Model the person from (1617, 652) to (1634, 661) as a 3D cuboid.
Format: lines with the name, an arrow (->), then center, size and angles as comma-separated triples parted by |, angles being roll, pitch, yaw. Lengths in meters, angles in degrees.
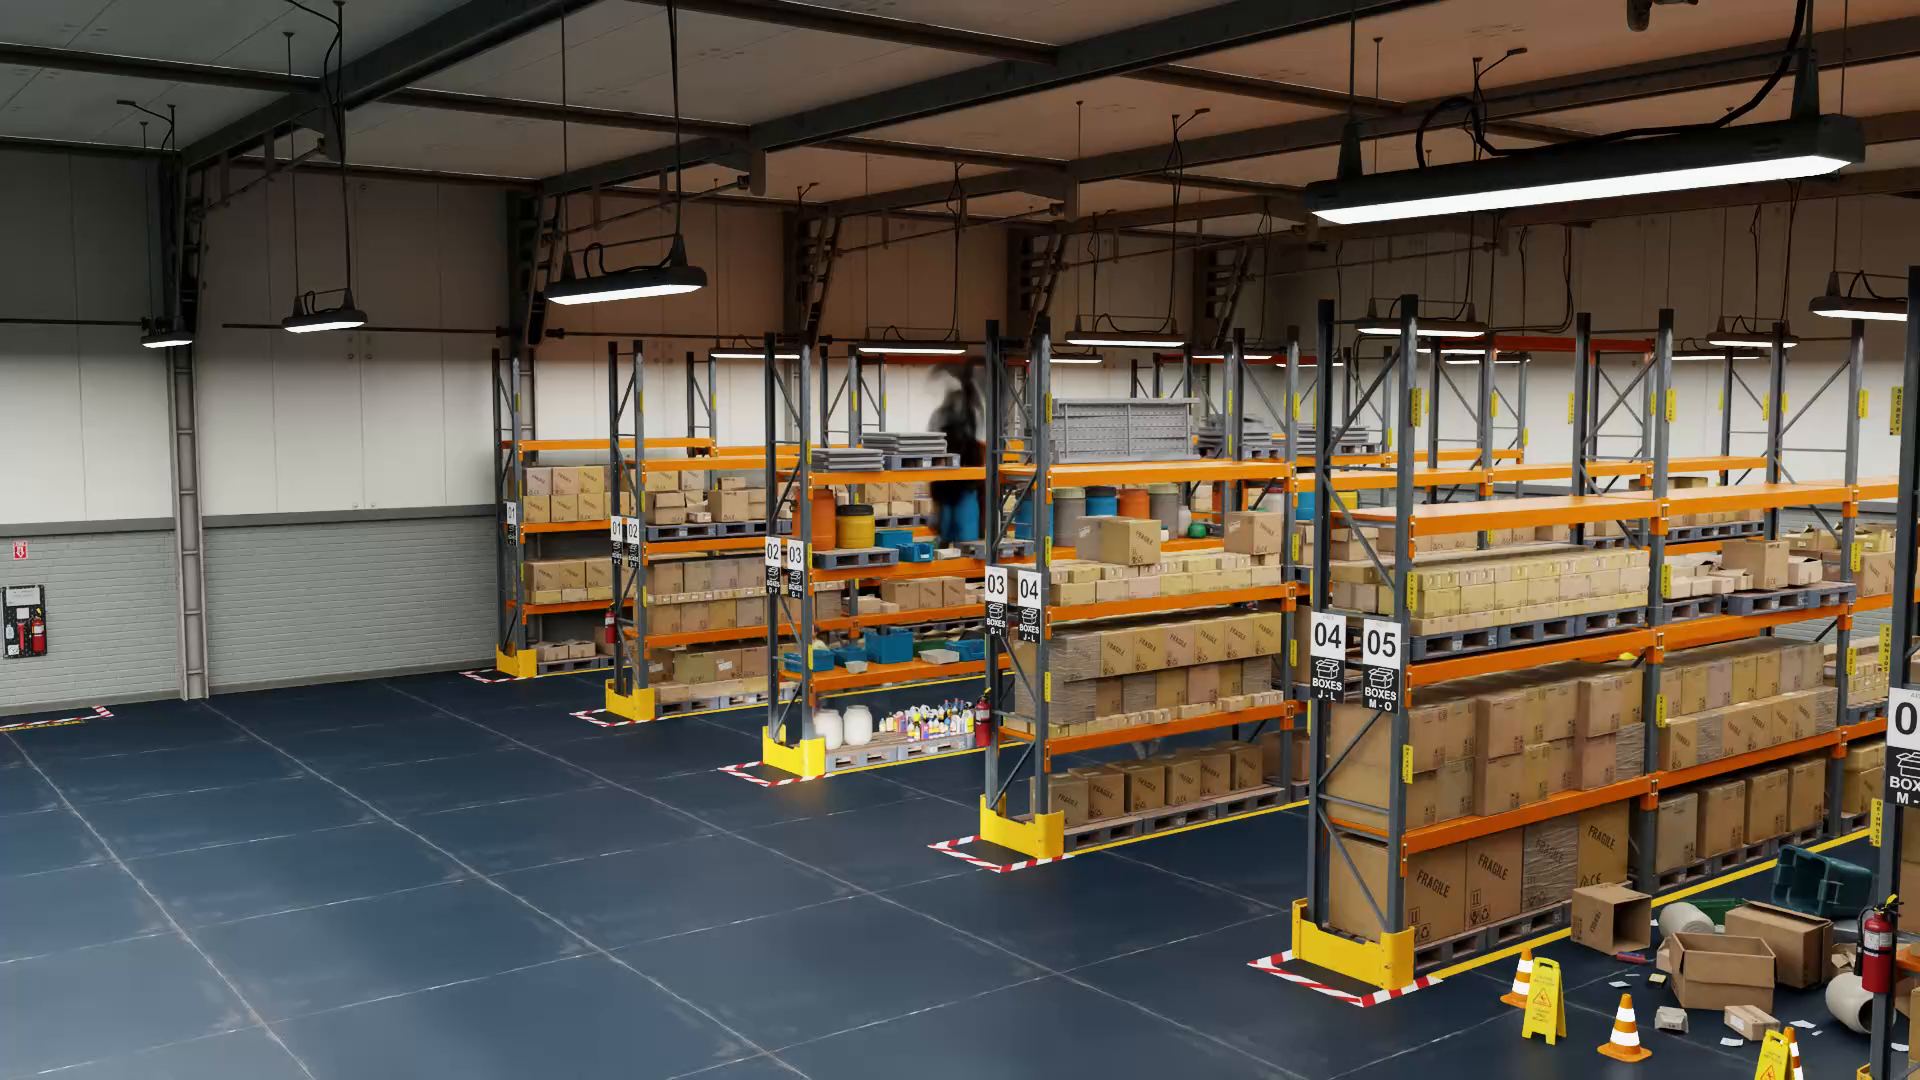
person -> 8.874, 2.357, 22.243 | 0.582, 1.723, 0.700 | -4, 6, -38

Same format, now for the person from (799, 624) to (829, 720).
person -> -2.243, 2.103, 25.662 | 0.570, 1.637, 0.564 | 4, 6, 37

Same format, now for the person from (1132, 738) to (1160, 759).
person -> 2.486, 2.325, 23.076 | 0.524, 1.653, 0.612 | -4, 7, -41
